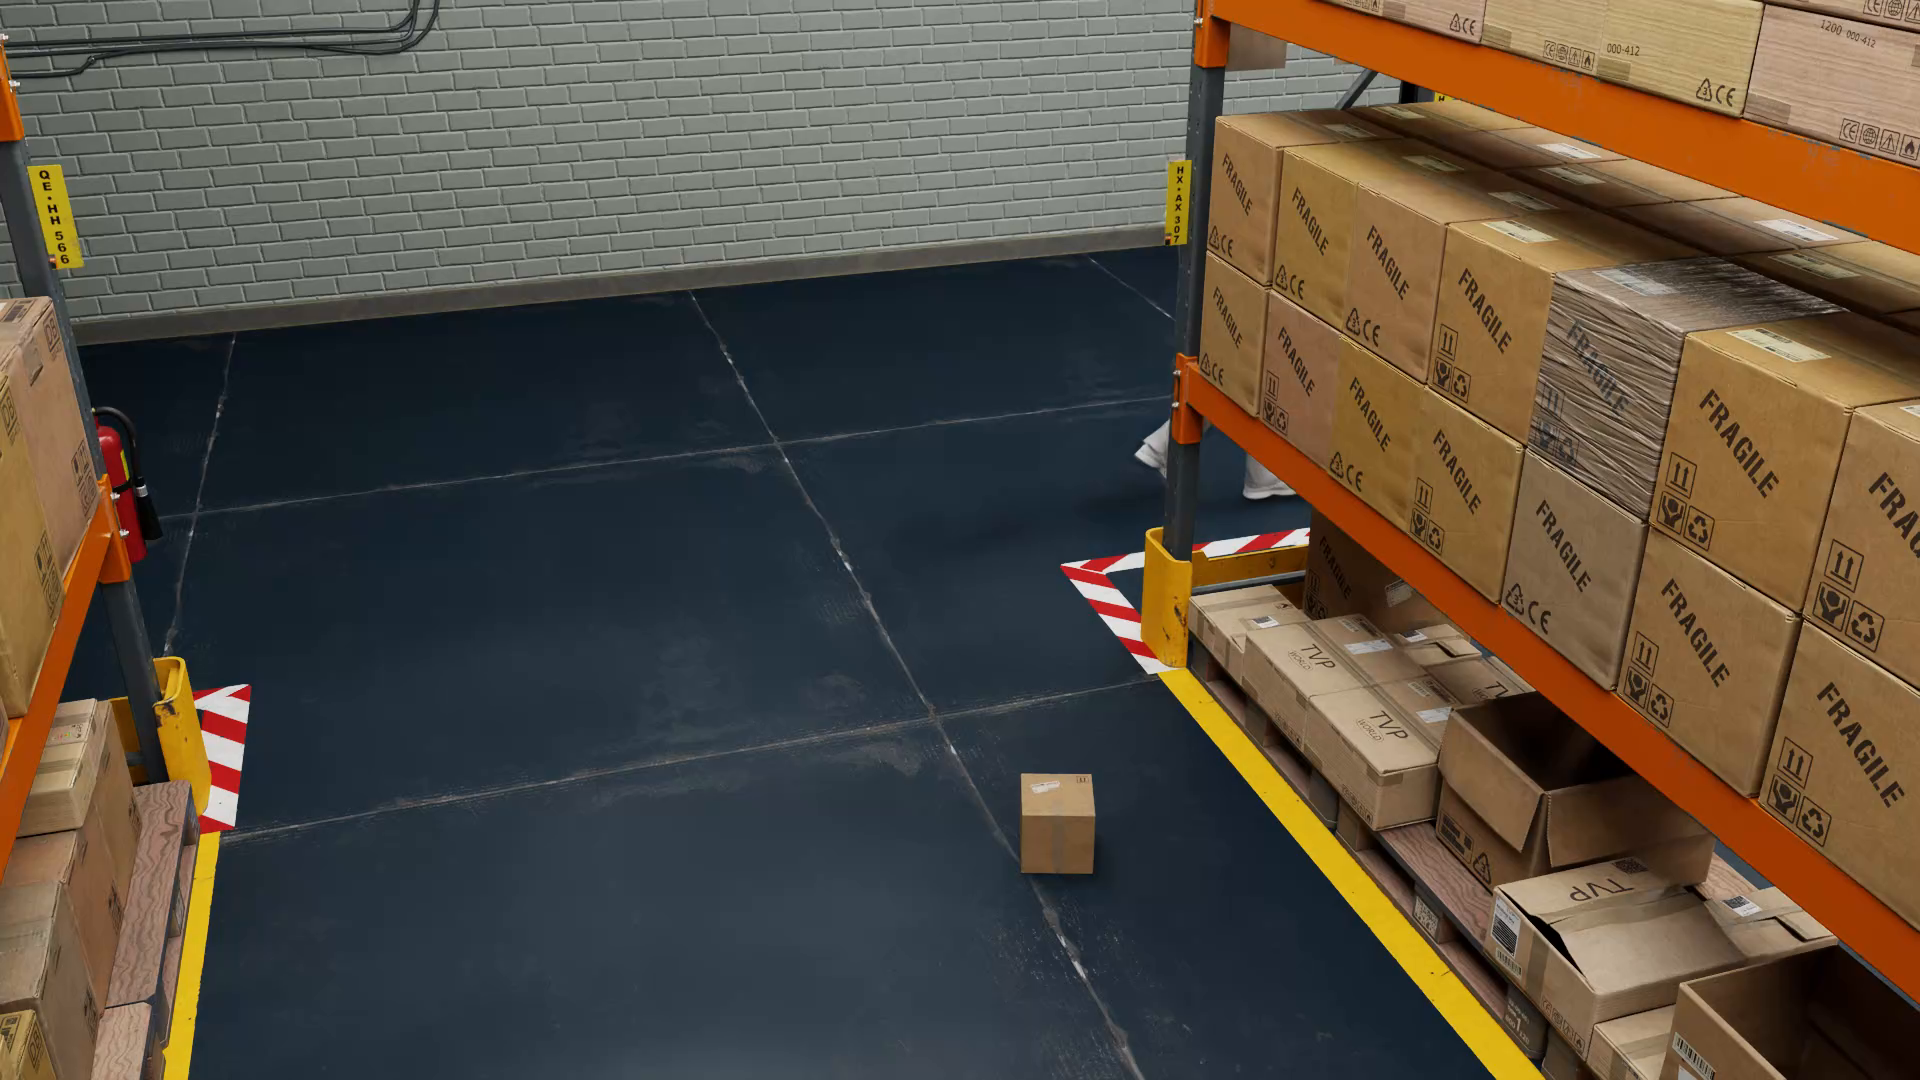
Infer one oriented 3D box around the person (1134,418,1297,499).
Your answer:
[{"bbox_3d":[1.359,-1.005,8.182,0.941,1.749,0.628,-7,27,-13],"label":"person"}]
